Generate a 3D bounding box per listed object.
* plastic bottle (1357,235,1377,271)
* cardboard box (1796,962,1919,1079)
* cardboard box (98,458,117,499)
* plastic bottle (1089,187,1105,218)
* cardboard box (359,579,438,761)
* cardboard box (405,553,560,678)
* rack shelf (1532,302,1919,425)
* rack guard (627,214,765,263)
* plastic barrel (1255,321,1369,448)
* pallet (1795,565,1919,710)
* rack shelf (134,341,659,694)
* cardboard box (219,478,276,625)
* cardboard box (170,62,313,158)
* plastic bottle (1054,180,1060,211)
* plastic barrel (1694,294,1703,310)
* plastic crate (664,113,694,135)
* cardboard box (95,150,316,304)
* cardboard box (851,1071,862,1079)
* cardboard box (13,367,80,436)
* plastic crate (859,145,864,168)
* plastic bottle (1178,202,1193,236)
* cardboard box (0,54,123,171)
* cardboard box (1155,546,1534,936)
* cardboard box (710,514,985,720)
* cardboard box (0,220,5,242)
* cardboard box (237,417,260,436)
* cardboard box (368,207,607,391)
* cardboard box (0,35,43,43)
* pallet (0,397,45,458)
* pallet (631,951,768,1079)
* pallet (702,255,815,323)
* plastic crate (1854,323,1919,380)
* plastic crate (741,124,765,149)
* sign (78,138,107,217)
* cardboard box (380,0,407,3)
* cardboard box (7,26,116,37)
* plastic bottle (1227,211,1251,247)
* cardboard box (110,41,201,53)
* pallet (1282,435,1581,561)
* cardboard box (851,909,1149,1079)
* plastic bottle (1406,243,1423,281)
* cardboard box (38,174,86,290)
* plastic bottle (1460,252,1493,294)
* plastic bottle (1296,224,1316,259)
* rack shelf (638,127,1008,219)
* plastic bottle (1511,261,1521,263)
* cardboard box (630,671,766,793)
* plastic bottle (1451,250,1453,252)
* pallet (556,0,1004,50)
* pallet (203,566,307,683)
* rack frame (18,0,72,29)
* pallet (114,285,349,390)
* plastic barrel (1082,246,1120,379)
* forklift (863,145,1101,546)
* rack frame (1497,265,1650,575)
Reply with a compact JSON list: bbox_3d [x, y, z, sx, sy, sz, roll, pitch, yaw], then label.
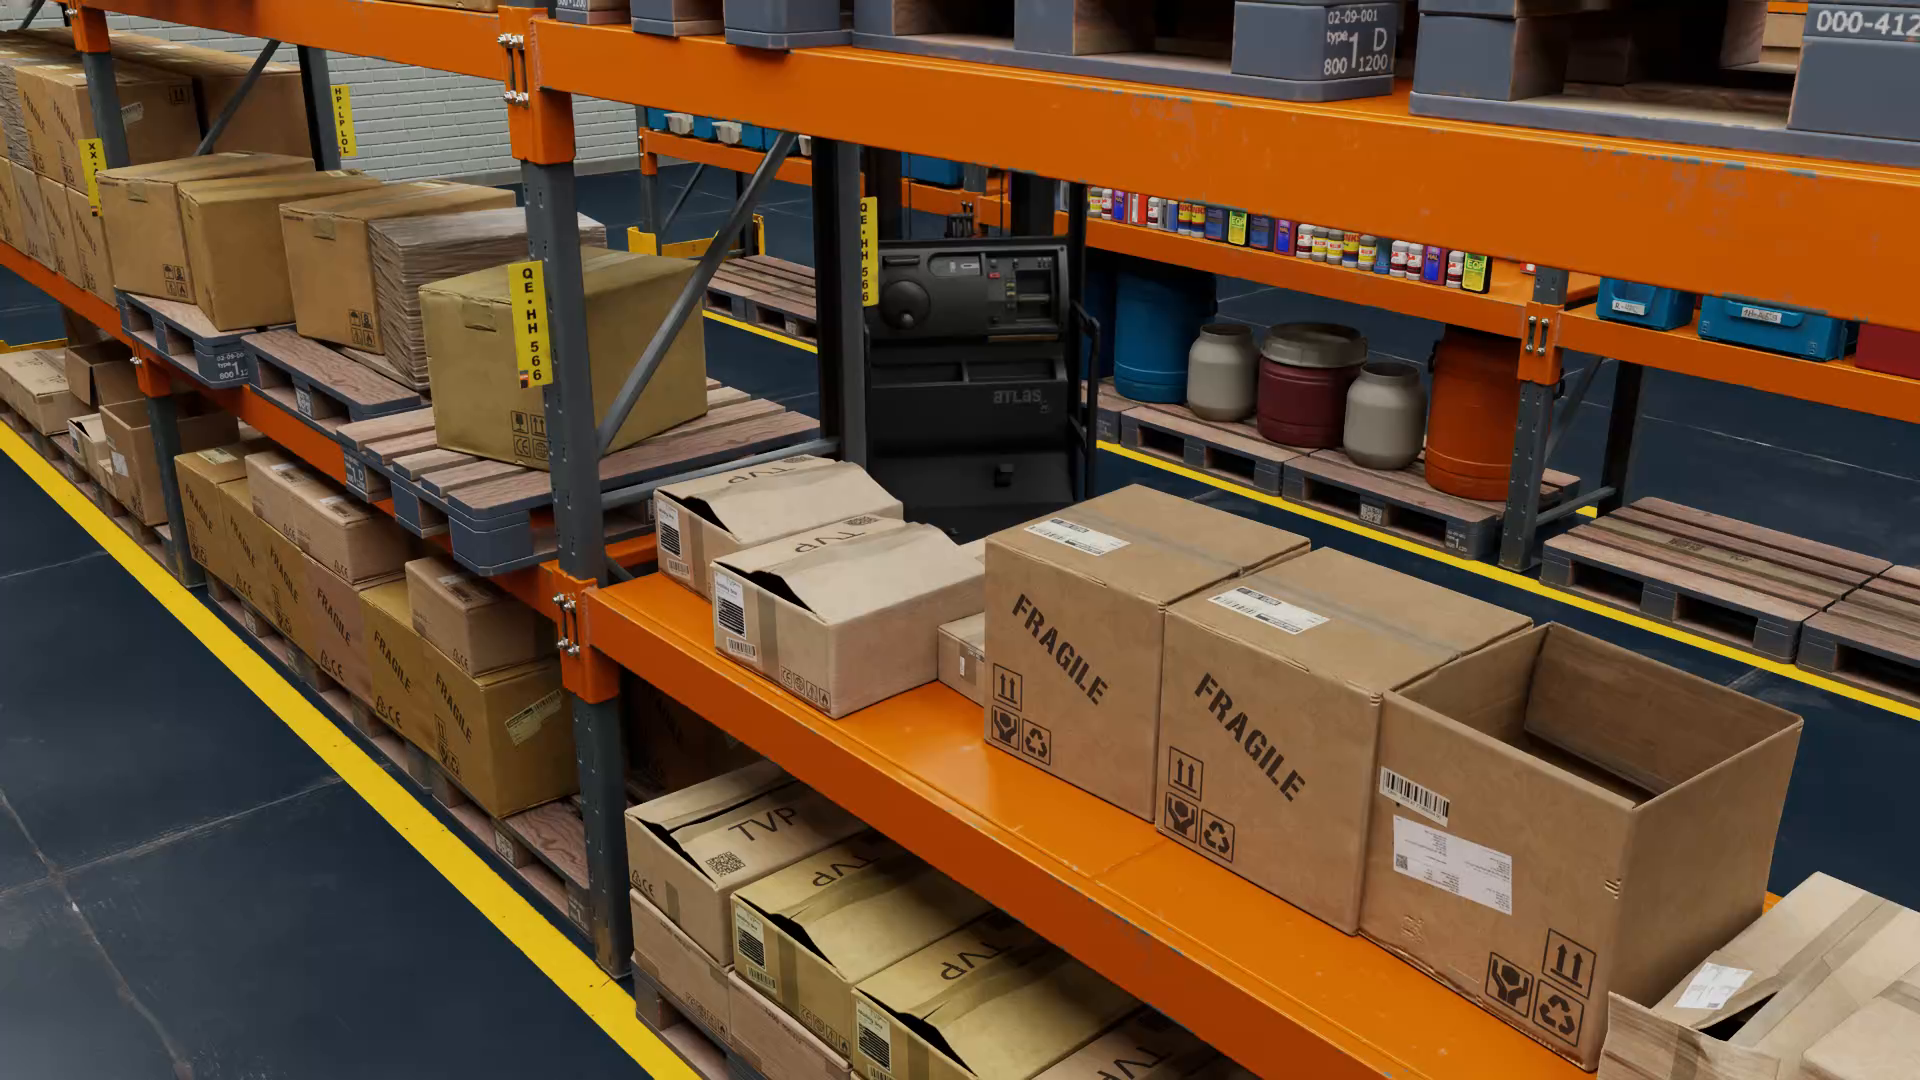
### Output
[{"bbox_3d":[2.060,-1.464,8.381,0.097,0.201,0.097,0,21,0],"label":"plastic bottle"},{"bbox_3d":[1.551,0.862,2.376,0.500,0.250,0.500,-15,26,-34],"label":"cardboard box"},{"bbox_3d":[-4.193,-0.349,8.568,0.380,0.149,0.250,-17,27,-37],"label":"cardboard box"},{"bbox_3d":[0.810,-1.993,9.732,0.097,0.201,0.097,0,21,0],"label":"plastic bottle"},{"bbox_3d":[-1.831,0.426,6.107,0.500,0.500,0.500,-19,28,-39],"label":"cardboard box"},{"bbox_3d":[-1.534,0.206,5.642,0.500,0.250,0.500,-16,27,-35],"label":"cardboard box"},{"bbox_3d":[4.355,-0.478,6.577,1.077,0.370,4.000,-17,27,-37],"label":"rack shelf"},{"bbox_3d":[-2.198,-2.415,13.965,1.175,0.500,0.348,-17,27,-37],"label":"rack guard"},{"bbox_3d":[1.980,-0.881,9.352,0.600,0.588,0.708,-17,27,-37],"label":"plastic barrel"},{"bbox_3d":[4.318,0.493,6.935,1.003,0.211,1.213,-17,27,-37],"label":"pallet"},{"bbox_3d":[-2.011,-0.405,6.391,1.077,0.370,4.000,-17,27,-37],"label":"rack shelf"},{"bbox_3d":[-2.829,0.003,7.187,0.500,0.500,0.500,-17,27,-37],"label":"cardboard box"},{"bbox_3d":[-3.411,-2.002,7.973,0.500,0.500,0.500,-17,27,-36],"label":"cardboard box"},{"bbox_3d":[0.595,-2.116,9.951,0.097,0.271,0.097,0,21,0],"label":"plastic bottle"},{"bbox_3d":[3.582,-1.373,7.689,0.600,0.536,0.708,-17,27,-37],"label":"plastic barrel"},{"bbox_3d":[-2.114,-3.226,12.886,0.250,0.136,0.298,-17,27,-37],"label":"plastic crate"},{"bbox_3d":[-3.177,-1.350,7.106,0.500,0.500,0.700,12,24,28],"label":"cardboard box"},{"bbox_3d":[0.087,1.393,4.009,0.500,0.250,0.500,-18,28,-39],"label":"cardboard box"},{"bbox_3d":[-5.135,-0.828,9.652,0.500,0.250,0.500,-17,27,-37],"label":"cardboard box"},{"bbox_3d":[-0.495,-2.616,11.344,0.437,0.125,0.590,-17,27,-37],"label":"plastic crate"},{"bbox_3d":[1.263,-1.834,9.229,0.097,0.271,0.097,0,21,0],"label":"plastic bottle"},{"bbox_3d":[-4.508,-2.163,8.385,0.500,0.500,0.500,-17,27,-37],"label":"cardboard box"},{"bbox_3d":[0.746,0.371,3.286,0.500,0.500,0.500,-17,27,-37],"label":"cardboard box"},{"bbox_3d":[-0.268,0.147,4.117,0.500,0.311,0.500,-18,28,-38],"label":"cardboard box"},{"bbox_3d":[-5.171,-1.978,9.284,0.500,0.500,0.500,-18,27,-38],"label":"cardboard box"},{"bbox_3d":[-3.999,-0.582,9.139,0.380,0.166,0.250,-17,27,-37],"label":"cardboard box"},{"bbox_3d":[-1.654,-0.875,5.891,0.700,0.500,0.500,-12,24,-28],"label":"cardboard box"},{"bbox_3d":[-5.490,-2.582,9.454,0.500,0.500,0.500,-17,27,-37],"label":"cardboard box"},{"bbox_3d":[-5.357,-0.858,10.385,1.003,0.211,1.213,-17,27,-37],"label":"pallet"},{"bbox_3d":[-0.197,1.348,4.753,1.003,0.211,1.213,-17,27,-37],"label":"pallet"},{"bbox_3d":[-1.663,-2.040,13.403,1.003,0.211,1.213,-17,27,-37],"label":"pallet"},{"bbox_3d":[3.873,-0.876,6.519,0.402,0.464,0.583,-17,27,-37],"label":"plastic crate"},{"bbox_3d":[-1.401,-3.015,12.217,0.416,0.233,0.300,-17,27,-37],"label":"plastic crate"},{"bbox_3d":[-3.722,-1.564,7.178,0.100,0.325,0.005,-17,27,-37],"label":"sign"},{"bbox_3d":[-1.348,-1.884,4.931,0.910,0.500,0.500,-17,27,-37],"label":"cardboard box"},{"bbox_3d":[-5.428,-2.852,10.145,0.500,0.500,0.500,-18,28,-38],"label":"cardboard box"},{"bbox_3d":[1.509,-1.725,8.935,0.061,0.283,0.133,-17,27,-37],"label":"plastic bottle"},{"bbox_3d":[-4.421,-2.429,9.064,0.500,0.500,0.500,-16,27,-36],"label":"cardboard box"},{"bbox_3d":[2.503,-0.275,8.896,1.003,0.211,1.213,-17,27,-37],"label":"pallet"},{"bbox_3d":[0.095,1.136,3.897,0.500,0.311,0.500,-18,28,-39],"label":"cardboard box"},{"bbox_3d":[2.250,-1.383,8.175,0.097,0.201,0.097,0,21,0],"label":"plastic bottle"},{"bbox_3d":[-4.175,-1.558,8.212,0.500,0.500,0.500,-17,27,-36],"label":"cardboard box"},{"bbox_3d":[2.462,-1.321,7.904,0.061,0.283,0.133,-17,27,-37],"label":"plastic bottle"},{"bbox_3d":[1.806,-1.571,8.655,0.097,0.201,0.097,0,21,0],"label":"plastic bottle"},{"bbox_3d":[-0.867,-2.688,12.221,1.077,0.370,4.000,-17,27,-37],"label":"rack shelf"},{"bbox_3d":[2.894,-1.535,8.562,0.097,0.201,0.097,0,21,0],"label":"plastic bottle"},{"bbox_3d":[-0.786,0.578,5.719,0.500,0.500,0.500,-16,27,-35],"label":"cardboard box"},{"bbox_3d":[2.609,-1.654,8.770,0.097,0.271,0.097,0,21,0],"label":"plastic bottle"},{"bbox_3d":[-0.195,-1.330,3.912,1.213,0.211,1.003,-16,26,-35],"label":"pallet"},{"bbox_3d":[-2.757,0.222,7.628,1.003,0.211,1.213,-17,27,-37],"label":"pallet"},{"bbox_3d":[-5.927,-2.397,10.492,1.000,3.000,0.127,-17,27,-37],"label":"rack frame"},{"bbox_3d":[-2.877,-0.956,7.076,1.003,0.211,1.213,-17,27,-37],"label":"pallet"},{"bbox_3d":[0.781,-1.535,10.591,0.600,0.901,0.708,-17,27,-37],"label":"plastic barrel"},{"bbox_3d":[0.057,-1.116,7.315,1.130,2.935,3.031,-3,22,-7],"label":"forklift"},{"bbox_3d":[3.050,-1.365,7.857,1.000,3.000,0.127,-17,27,-37],"label":"rack frame"}]
